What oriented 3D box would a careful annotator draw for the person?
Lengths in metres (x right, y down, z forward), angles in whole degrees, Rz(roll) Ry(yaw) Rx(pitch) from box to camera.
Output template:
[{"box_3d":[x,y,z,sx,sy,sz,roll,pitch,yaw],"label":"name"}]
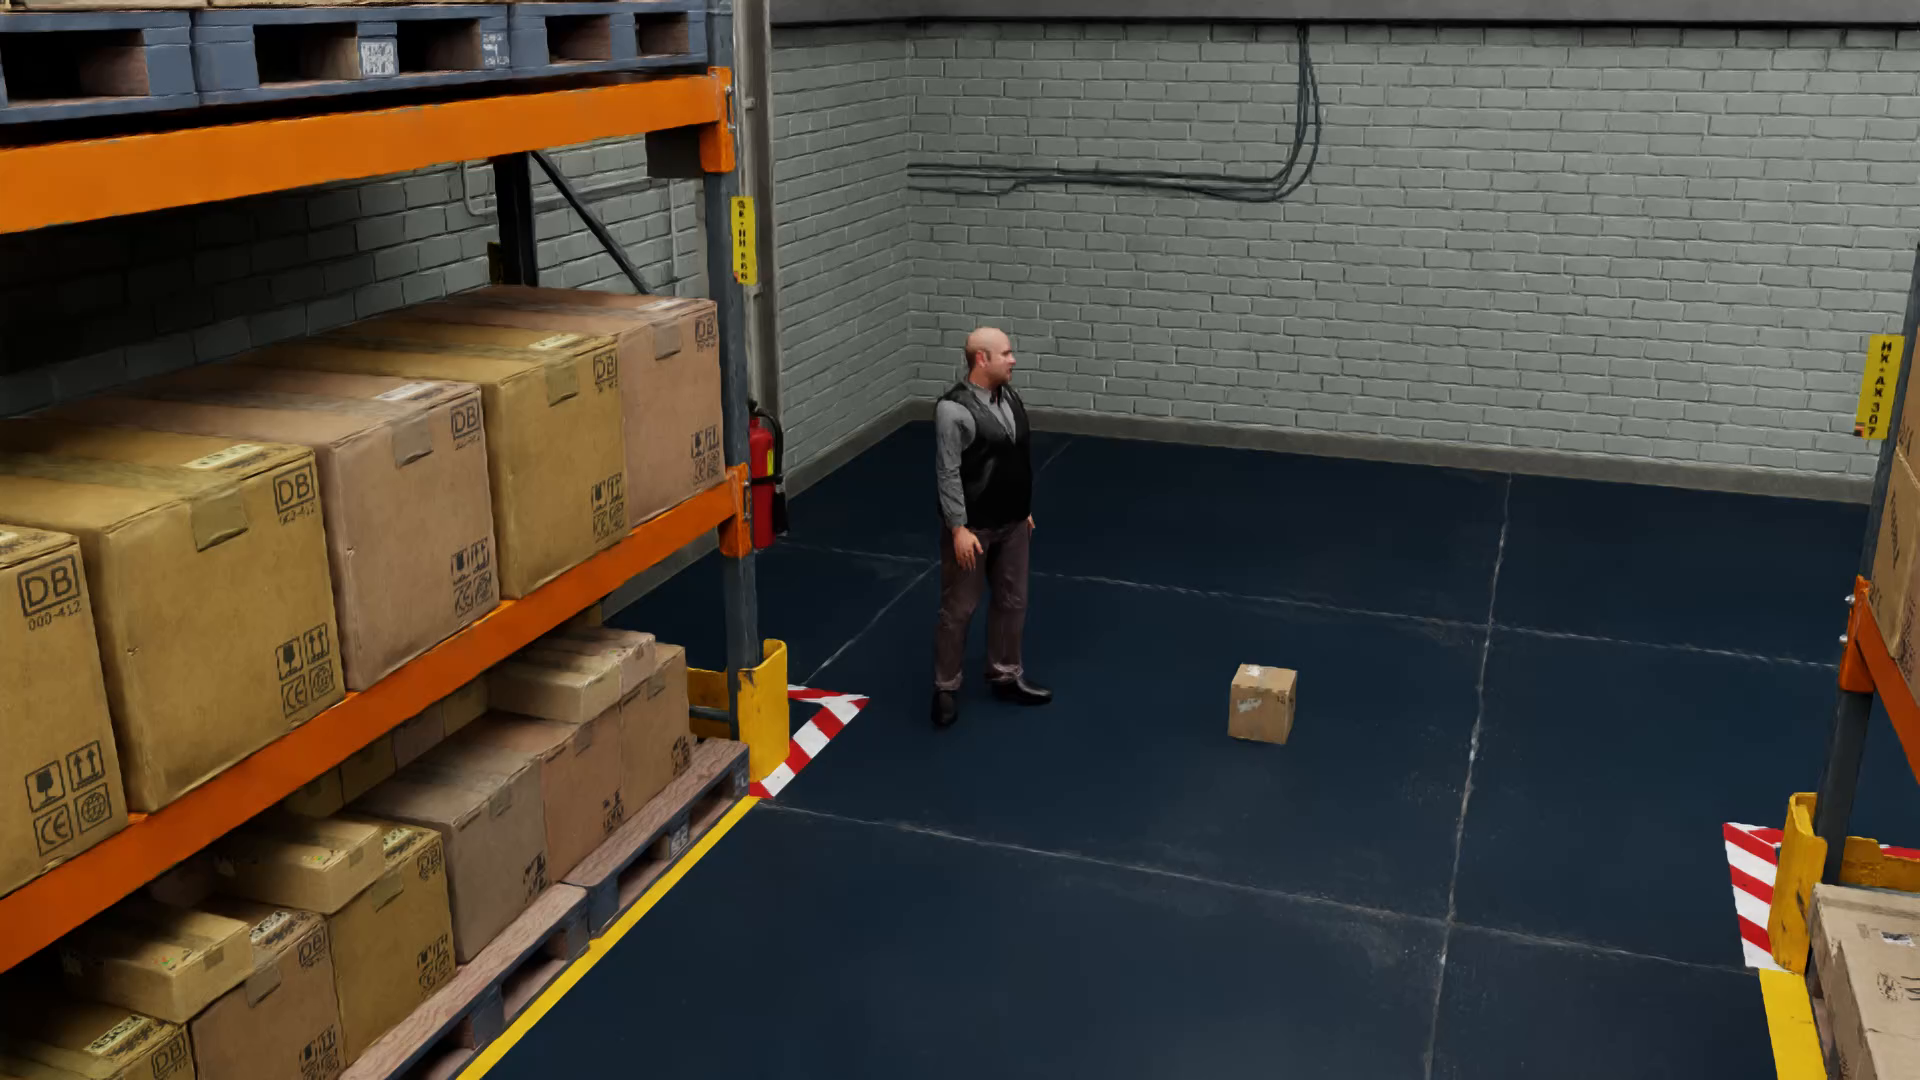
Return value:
[{"box_3d":[0.106,-0.067,7.245,0.393,1.733,0.609,17,25,41],"label":"person"}]
